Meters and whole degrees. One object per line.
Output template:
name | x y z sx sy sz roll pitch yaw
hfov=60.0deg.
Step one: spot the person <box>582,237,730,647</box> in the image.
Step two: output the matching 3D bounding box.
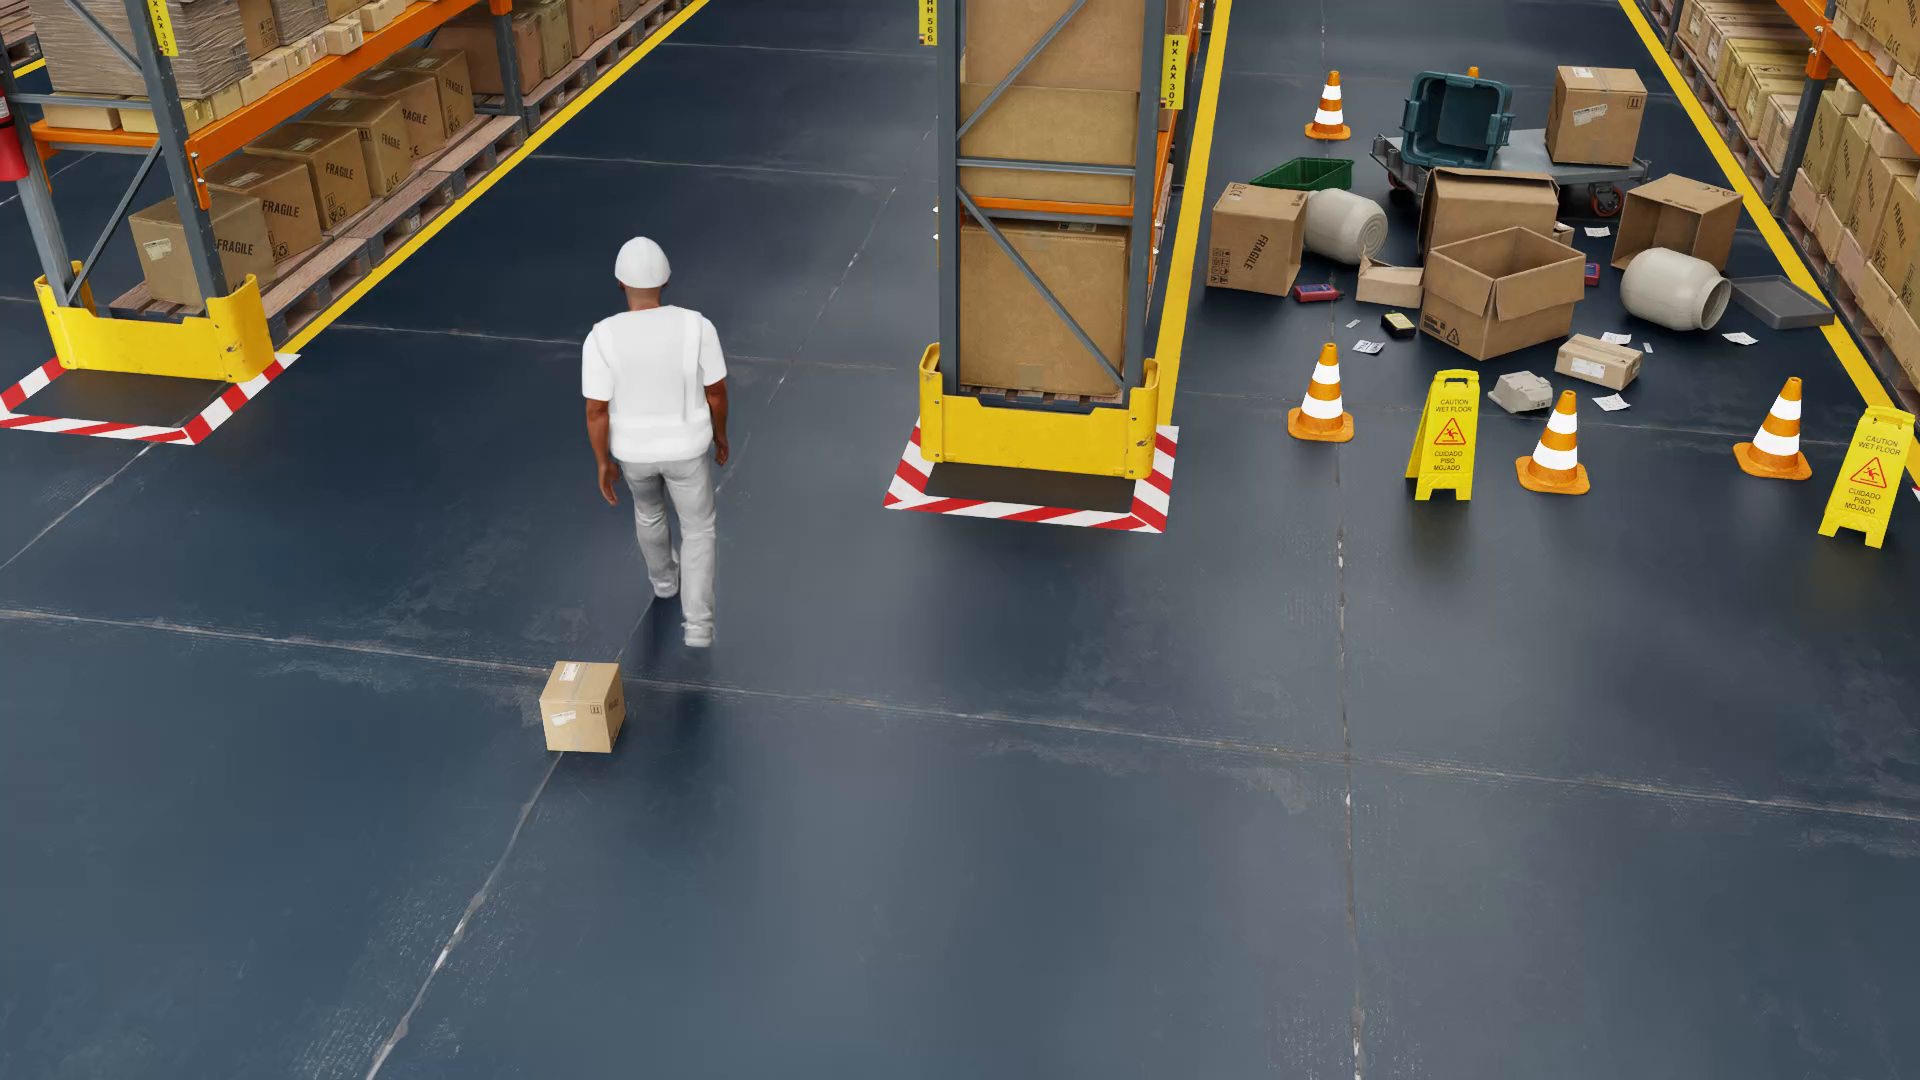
person | -1.202 -0.379 6.725 0.561 1.736 0.980 -4 32 -6
